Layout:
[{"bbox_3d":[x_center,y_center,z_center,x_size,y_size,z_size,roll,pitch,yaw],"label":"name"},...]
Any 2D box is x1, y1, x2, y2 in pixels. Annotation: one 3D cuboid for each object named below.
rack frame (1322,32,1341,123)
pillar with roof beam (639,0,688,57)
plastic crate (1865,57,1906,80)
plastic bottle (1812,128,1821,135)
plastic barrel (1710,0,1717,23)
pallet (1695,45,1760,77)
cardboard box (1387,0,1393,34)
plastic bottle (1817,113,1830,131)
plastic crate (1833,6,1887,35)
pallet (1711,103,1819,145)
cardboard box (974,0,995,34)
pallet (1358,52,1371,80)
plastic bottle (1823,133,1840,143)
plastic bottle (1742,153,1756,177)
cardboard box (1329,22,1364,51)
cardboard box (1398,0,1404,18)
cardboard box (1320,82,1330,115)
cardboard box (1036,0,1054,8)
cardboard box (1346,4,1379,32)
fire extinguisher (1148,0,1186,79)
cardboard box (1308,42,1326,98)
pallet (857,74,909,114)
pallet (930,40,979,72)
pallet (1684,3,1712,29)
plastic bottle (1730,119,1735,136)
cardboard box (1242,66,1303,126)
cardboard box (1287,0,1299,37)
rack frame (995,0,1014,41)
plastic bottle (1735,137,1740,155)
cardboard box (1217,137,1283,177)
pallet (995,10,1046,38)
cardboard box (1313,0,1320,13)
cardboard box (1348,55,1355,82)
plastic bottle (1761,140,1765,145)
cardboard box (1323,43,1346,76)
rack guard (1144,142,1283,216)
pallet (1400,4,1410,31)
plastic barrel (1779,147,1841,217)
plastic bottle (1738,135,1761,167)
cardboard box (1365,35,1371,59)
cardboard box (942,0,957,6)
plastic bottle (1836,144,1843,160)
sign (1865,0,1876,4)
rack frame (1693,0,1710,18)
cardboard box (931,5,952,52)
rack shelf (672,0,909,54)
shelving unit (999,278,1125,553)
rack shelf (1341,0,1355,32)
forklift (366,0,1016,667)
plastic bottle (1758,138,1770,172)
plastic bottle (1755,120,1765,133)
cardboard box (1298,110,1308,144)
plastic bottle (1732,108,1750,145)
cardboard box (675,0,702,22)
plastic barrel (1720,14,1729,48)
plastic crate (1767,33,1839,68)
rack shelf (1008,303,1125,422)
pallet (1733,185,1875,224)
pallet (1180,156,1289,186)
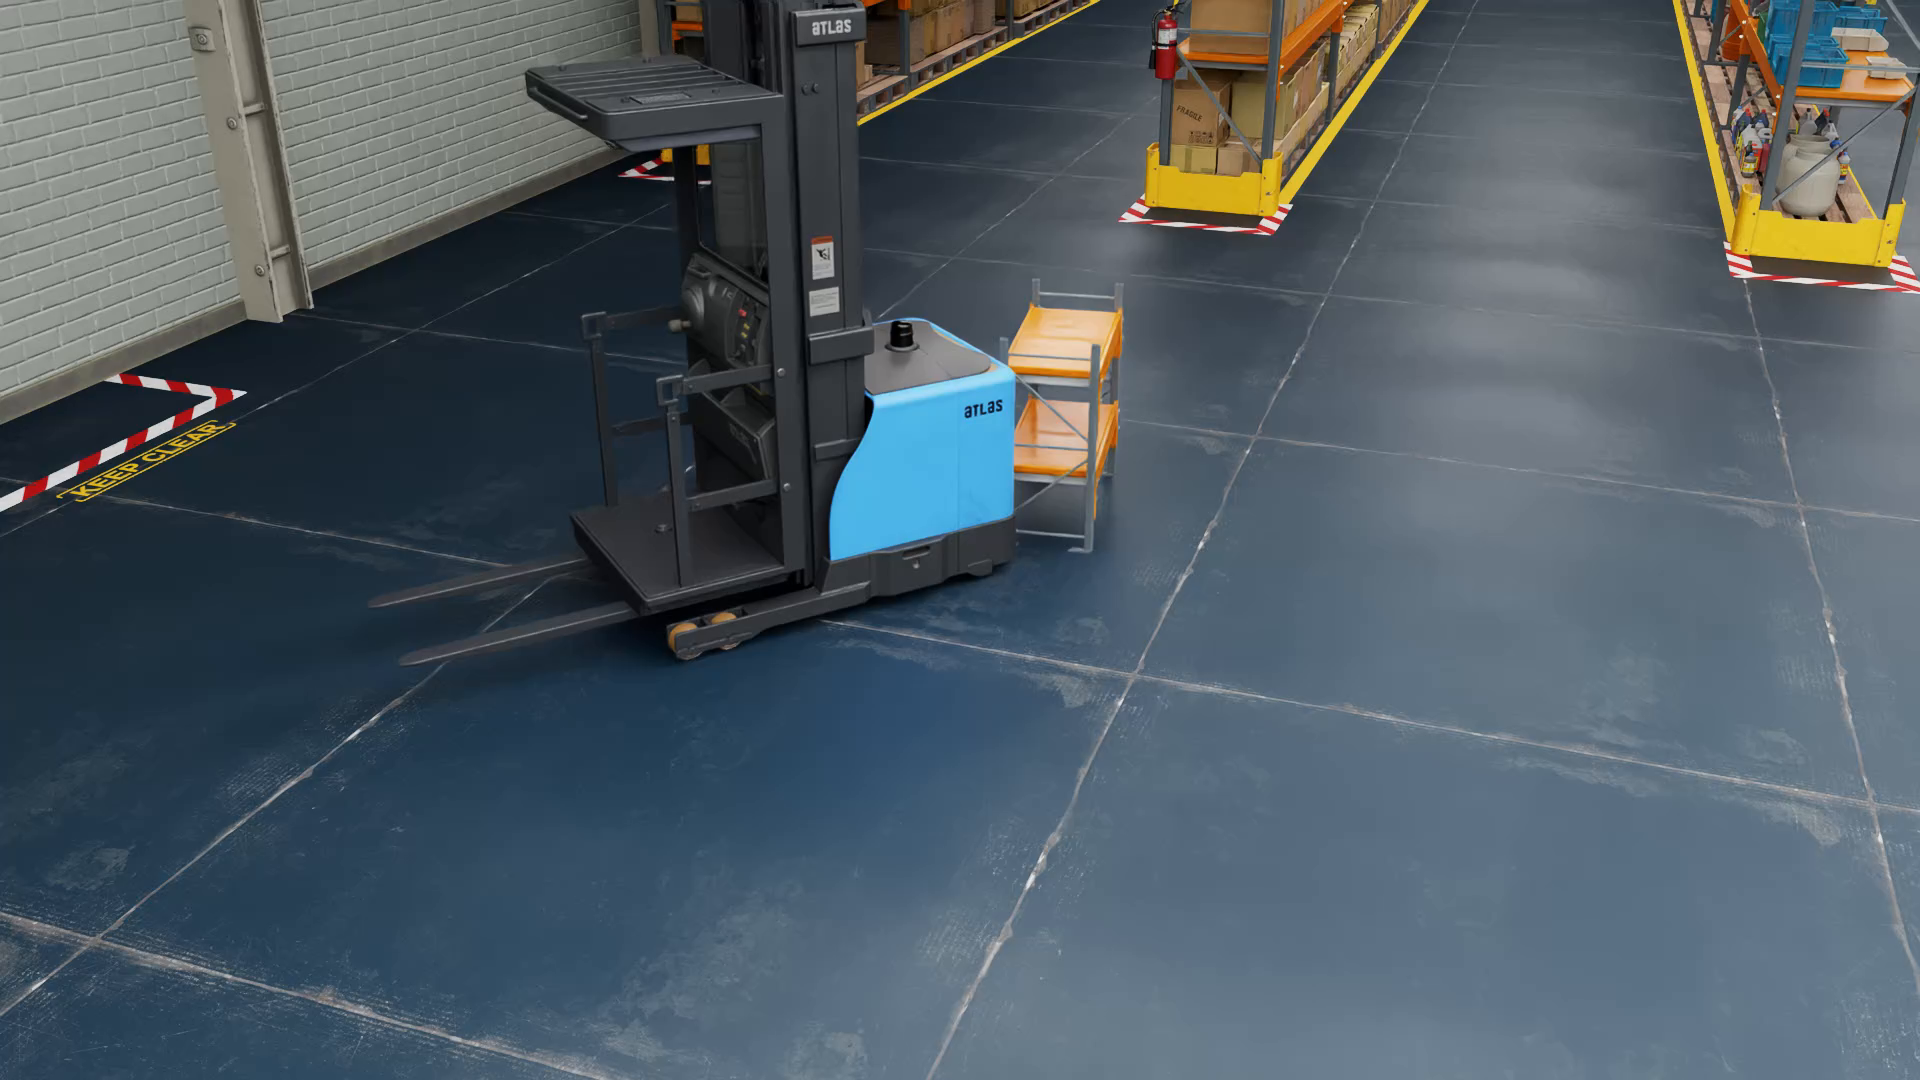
[{"bbox_3d":[3.593,-5.997,17.694,1.000,3.000,0.127,9,27,17],"label":"rack frame"},{"bbox_3d":[1.066,-7.559,14.036,9.100,9.000,0.400,9,27,17],"label":"pillar with roof beam"},{"bbox_3d":[7.533,-3.836,13.533,0.298,0.136,0.250,9,27,17],"label":"plastic crate"},{"bbox_3d":[8.044,-3.739,15.642,0.061,0.283,0.133,9,27,17],"label":"plastic bottle"},{"bbox_3d":[10.728,-7.588,22.906,0.600,0.901,0.708,9,27,17],"label":"plastic barrel"},{"bbox_3d":[9.817,-5.996,20.892,1.003,0.211,1.213,9,27,17],"label":"pallet"},{"bbox_3d":[5.514,-7.075,22.285,0.500,0.500,0.500,8,27,16],"label":"cardboard box"},{"bbox_3d":[8.256,-3.898,15.893,0.144,0.351,0.185,7,27,15],"label":"plastic bottle"},{"bbox_3d":[8.151,-4.716,15.219,0.499,0.251,0.616,9,27,17],"label":"plastic crate"},{"bbox_3d":[8.488,-4.350,17.493,1.003,0.211,1.213,9,27,17],"label":"pallet"},{"bbox_3d":[0.061,-7.127,22.392,0.700,0.500,0.500,9,27,18],"label":"cardboard box"},{"bbox_3d":[4.613,-6.053,21.010,1.003,0.211,1.213,9,27,17],"label":"pallet"},{"bbox_3d":[8.091,-3.665,15.498,0.152,0.276,0.135,9,27,18],"label":"plastic bottle"},{"bbox_3d":[7.130,-3.390,15.016,0.097,0.201,0.097,0,26,0],"label":"plastic bottle"},{"bbox_3d":[4.476,-5.967,19.661,0.500,0.311,0.500,10,27,19],"label":"cardboard box"},{"bbox_3d":[6.022,-7.705,23.586,0.500,0.500,0.500,9,27,18],"label":"cardboard box"},{"bbox_3d":[3.645,-4.726,17.743,0.500,0.250,0.500,9,27,17],"label":"cardboard box"},{"bbox_3d":[0.917,-8.221,24.273,0.750,0.750,0.750,9,27,17],"label":"cardboard box"},{"bbox_3d":[4.982,-6.594,20.956,0.500,0.311,0.500,9,27,19],"label":"cardboard box"},{"bbox_3d":[1.785,-4.337,14.355,0.296,0.674,0.183,9,27,17],"label":"fire extinguisher"},{"bbox_3d":[3.467,-4.860,17.158,0.500,0.500,0.500,9,27,17],"label":"cardboard box"},{"bbox_3d":[-1.270,-5.178,19.202,1.003,0.211,1.213,9,27,17],"label":"pallet"},{"bbox_3d":[-0.418,-6.282,21.482,1.003,0.211,1.213,9,27,17],"label":"pallet"},{"bbox_3d":[11.133,-7.617,24.241,1.003,0.211,1.213,9,27,17],"label":"pallet"},{"bbox_3d":[7.710,-4.107,16.496,0.097,0.201,0.097,0,26,0],"label":"plastic bottle"},{"bbox_3d":[2.969,-4.243,15.885,0.500,0.500,0.500,9,27,17],"label":"cardboard box"},{"bbox_3d":[2.770,-5.008,15.536,0.700,0.500,0.500,9,27,18],"label":"cardboard box"},{"bbox_3d":[0.252,-8.358,22.570,1.000,3.000,0.127,9,27,17],"label":"rack frame"},{"bbox_3d":[7.424,-3.754,15.767,0.097,0.201,0.097,0,26,0],"label":"plastic bottle"},{"bbox_3d":[2.650,-3.493,15.195,0.500,0.250,0.500,9,27,17],"label":"cardboard box"},{"bbox_3d":[0.585,-7.416,23.824,1.003,0.211,1.213,9,27,17],"label":"pallet"},{"bbox_3d":[3.282,-5.641,16.844,0.700,0.500,0.500,8,27,17],"label":"cardboard box"},{"bbox_3d":[4.302,-5.501,19.344,0.500,0.250,0.500,8,27,16],"label":"cardboard box"},{"bbox_3d":[7.465,-3.616,15.482,0.097,0.201,0.097,0,26,0],"label":"plastic bottle"},{"bbox_3d":[3.965,-5.335,18.356,0.500,0.311,0.500,9,27,18],"label":"cardboard box"},{"bbox_3d":[2.254,-3.218,14.823,1.175,0.500,0.348,9,27,17],"label":"rack guard"},{"bbox_3d":[6.020,-7.690,24.390,1.003,0.211,1.213,9,27,17],"label":"pallet"},{"bbox_3d":[7.079,-2.984,13.844,0.421,0.512,0.421,0,26,0],"label":"plastic barrel"},{"bbox_3d":[7.285,-3.580,15.323,0.152,0.276,0.135,8,27,16],"label":"plastic bottle"},{"bbox_3d":[4.811,-6.128,20.639,0.500,0.250,0.500,8,27,17],"label":"cardboard box"},{"bbox_3d":[-0.354,-7.027,21.325,0.500,0.250,0.500,9,27,17],"label":"cardboard box"},{"bbox_3d":[7.943,-3.444,15.047,0.097,0.271,0.097,0,26,0],"label":"plastic bottle"},{"bbox_3d":[8.778,-5.317,15.973,0.100,0.325,0.005,9,27,17],"label":"sign"},{"bbox_3d":[10.925,-8.565,22.997,1.000,3.000,0.127,9,27,17],"label":"rack frame"},{"bbox_3d":[-0.518,-6.515,21.128,0.700,0.500,0.500,9,27,18],"label":"cardboard box"},{"bbox_3d":[-1.745,-5.568,17.634,1.077,0.370,4.000,9,27,17],"label":"rack shelf"},{"bbox_3d":[0.541,-0.686,8.876,0.538,1.125,1.048,5,26,10],"label":"shelving unit"},{"bbox_3d":[4.259,-6.495,19.548,1.077,0.370,4.000,9,27,17],"label":"rack shelf"},{"bbox_3d":[-1.254,-1.034,7.522,3.031,2.935,1.130,-14,29,-27],"label":"forklift"},{"bbox_3d":[7.340,-3.512,15.173,0.061,0.283,0.133,9,27,17],"label":"plastic bottle"},{"bbox_3d":[7.669,-3.899,15.986,0.097,0.271,0.097,0,26,0],"label":"plastic bottle"},{"bbox_3d":[3.151,-4.109,16.468,0.500,0.250,0.500,9,27,17],"label":"cardboard box"},{"bbox_3d":[7.603,-4.011,16.128,0.144,0.351,0.185,10,27,19],"label":"plastic bottle"},{"bbox_3d":[-2.438,-5.232,16.263,0.500,0.250,0.500,9,27,18],"label":"cardboard box"},{"bbox_3d":[9.844,-6.439,20.979,0.421,0.512,0.421,0,26,0],"label":"plastic barrel"},{"bbox_3d":[7.038,-4.082,13.908,0.499,0.251,0.408,9,27,17],"label":"plastic crate"},{"bbox_3d":[0.541,-0.949,8.748,0.538,0.278,1.000,5,26,10],"label":"rack shelf"},{"bbox_3d":[7.188,-2.749,14.186,1.003,0.211,1.213,9,27,17],"label":"pallet"},{"bbox_3d":[2.477,-3.419,15.568,1.003,0.211,1.213,9,27,17],"label":"pallet"}]
